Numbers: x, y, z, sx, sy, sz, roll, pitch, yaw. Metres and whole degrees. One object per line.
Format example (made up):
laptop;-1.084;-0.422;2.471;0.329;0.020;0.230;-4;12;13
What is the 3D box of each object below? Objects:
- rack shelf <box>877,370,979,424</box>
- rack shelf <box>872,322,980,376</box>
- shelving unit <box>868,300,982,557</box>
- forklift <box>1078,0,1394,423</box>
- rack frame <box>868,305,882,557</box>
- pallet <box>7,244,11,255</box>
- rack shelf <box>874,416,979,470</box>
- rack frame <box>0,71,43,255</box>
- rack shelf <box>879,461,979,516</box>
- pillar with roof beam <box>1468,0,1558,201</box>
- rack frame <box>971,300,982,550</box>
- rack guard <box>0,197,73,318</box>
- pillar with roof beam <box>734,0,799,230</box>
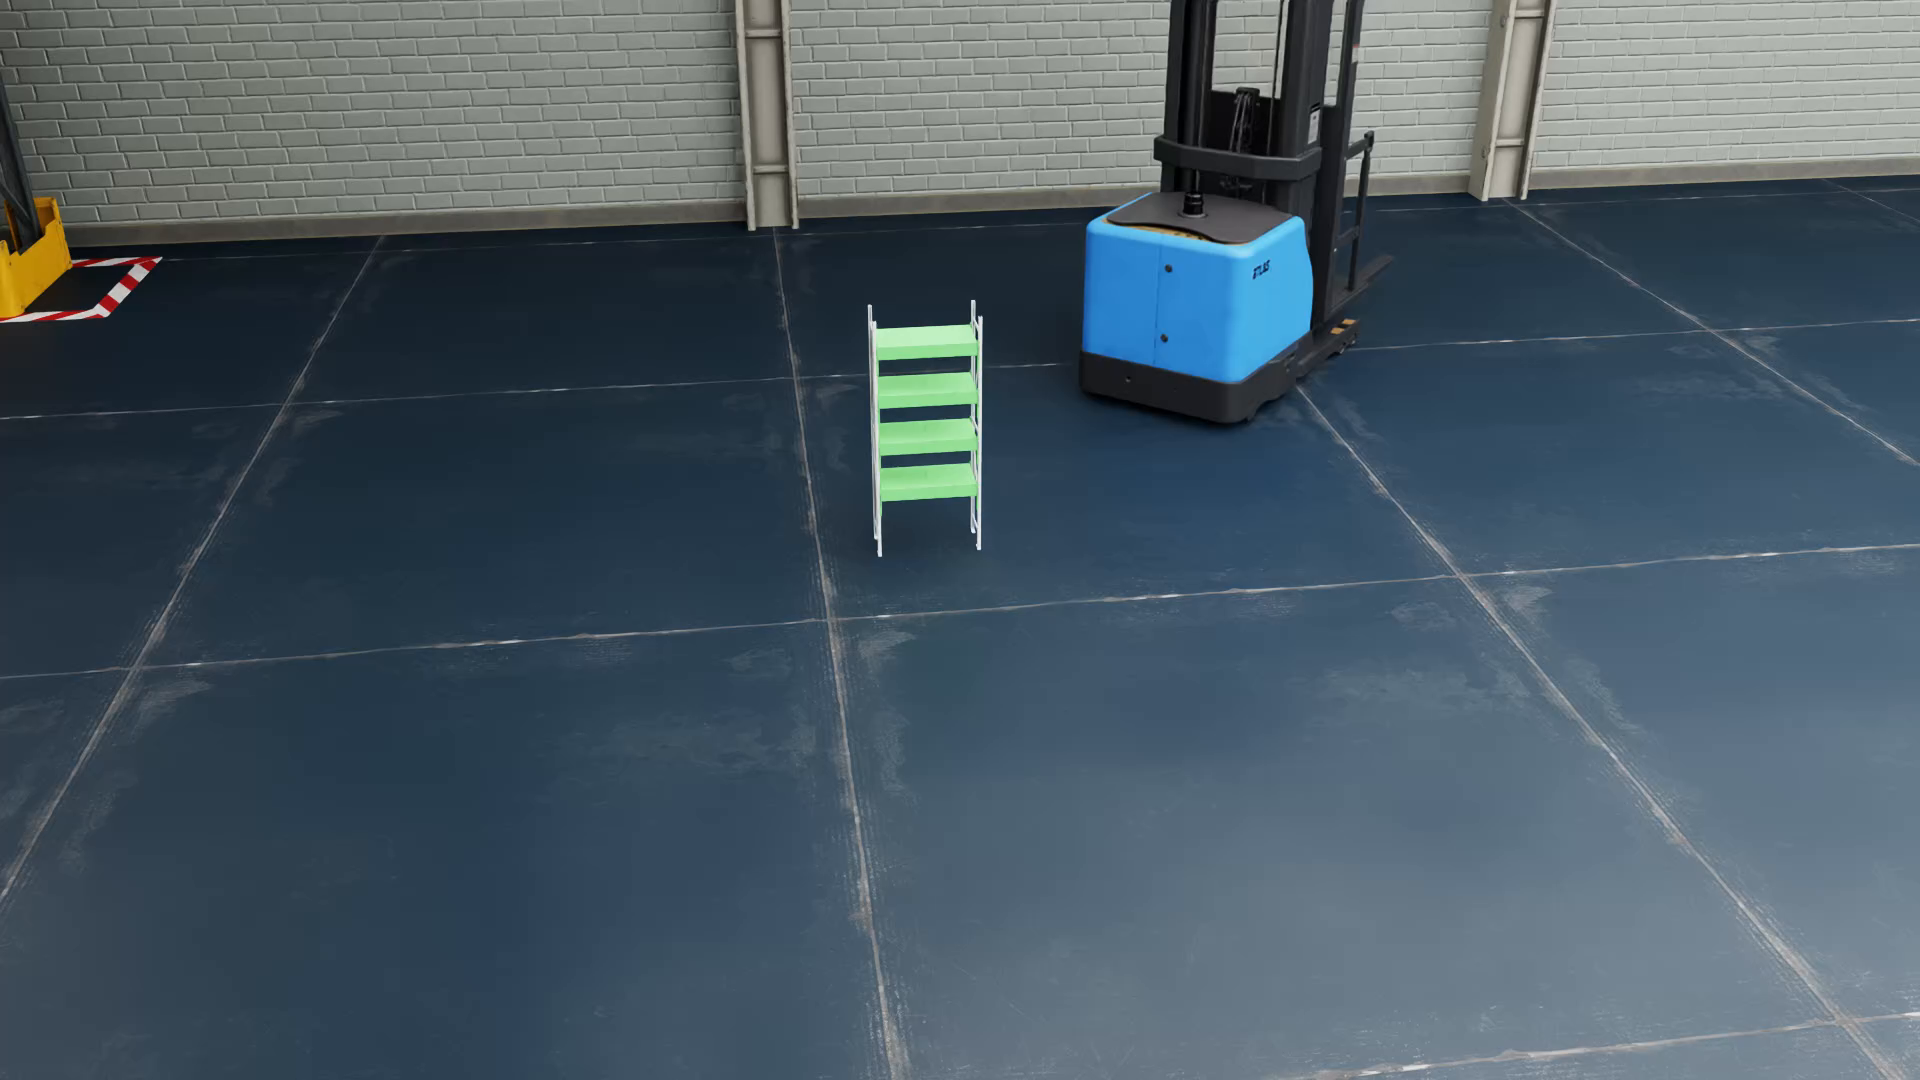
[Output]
rack shelf;-0.164;-0.680;7.875;0.480;0.148;0.258;-4;27;-7
rack shelf;-0.164;-0.893;7.766;0.480;0.148;0.258;-4;27;-7
shelving unit;-0.164;-0.523;7.956;0.503;1.200;0.258;-4;27;-7
forklift;1.928;-2.590;10.088;1.130;2.935;3.031;17;31;29
rack frame;-0.406;-0.508;7.925;0.015;1.200;0.240;-4;27;-7
pallet;-7.352;-1.774;11.475;1.213;0.211;1.003;-4;27;-7
rack shelf;-0.164;-0.466;7.985;0.480;0.148;0.258;-4;27;-7
rack frame;-6.601;-3.082;10.970;0.127;3.000;1.000;-4;27;-7
rack shelf;-0.164;-0.253;8.094;0.480;0.148;0.258;-4;27;-7
pillar with roof beam;5.067;-4.931;8.003;0.400;9.000;9.100;-4;27;-7
rack frame;0.078;-0.539;7.986;0.015;1.200;0.240;-4;27;-7
rack guard;-6.577;-1.971;11.544;0.348;0.500;1.175;-4;27;-7
pillar with roof beam;-0.875;-4.549;7.259;0.400;9.000;9.100;-4;27;-7
